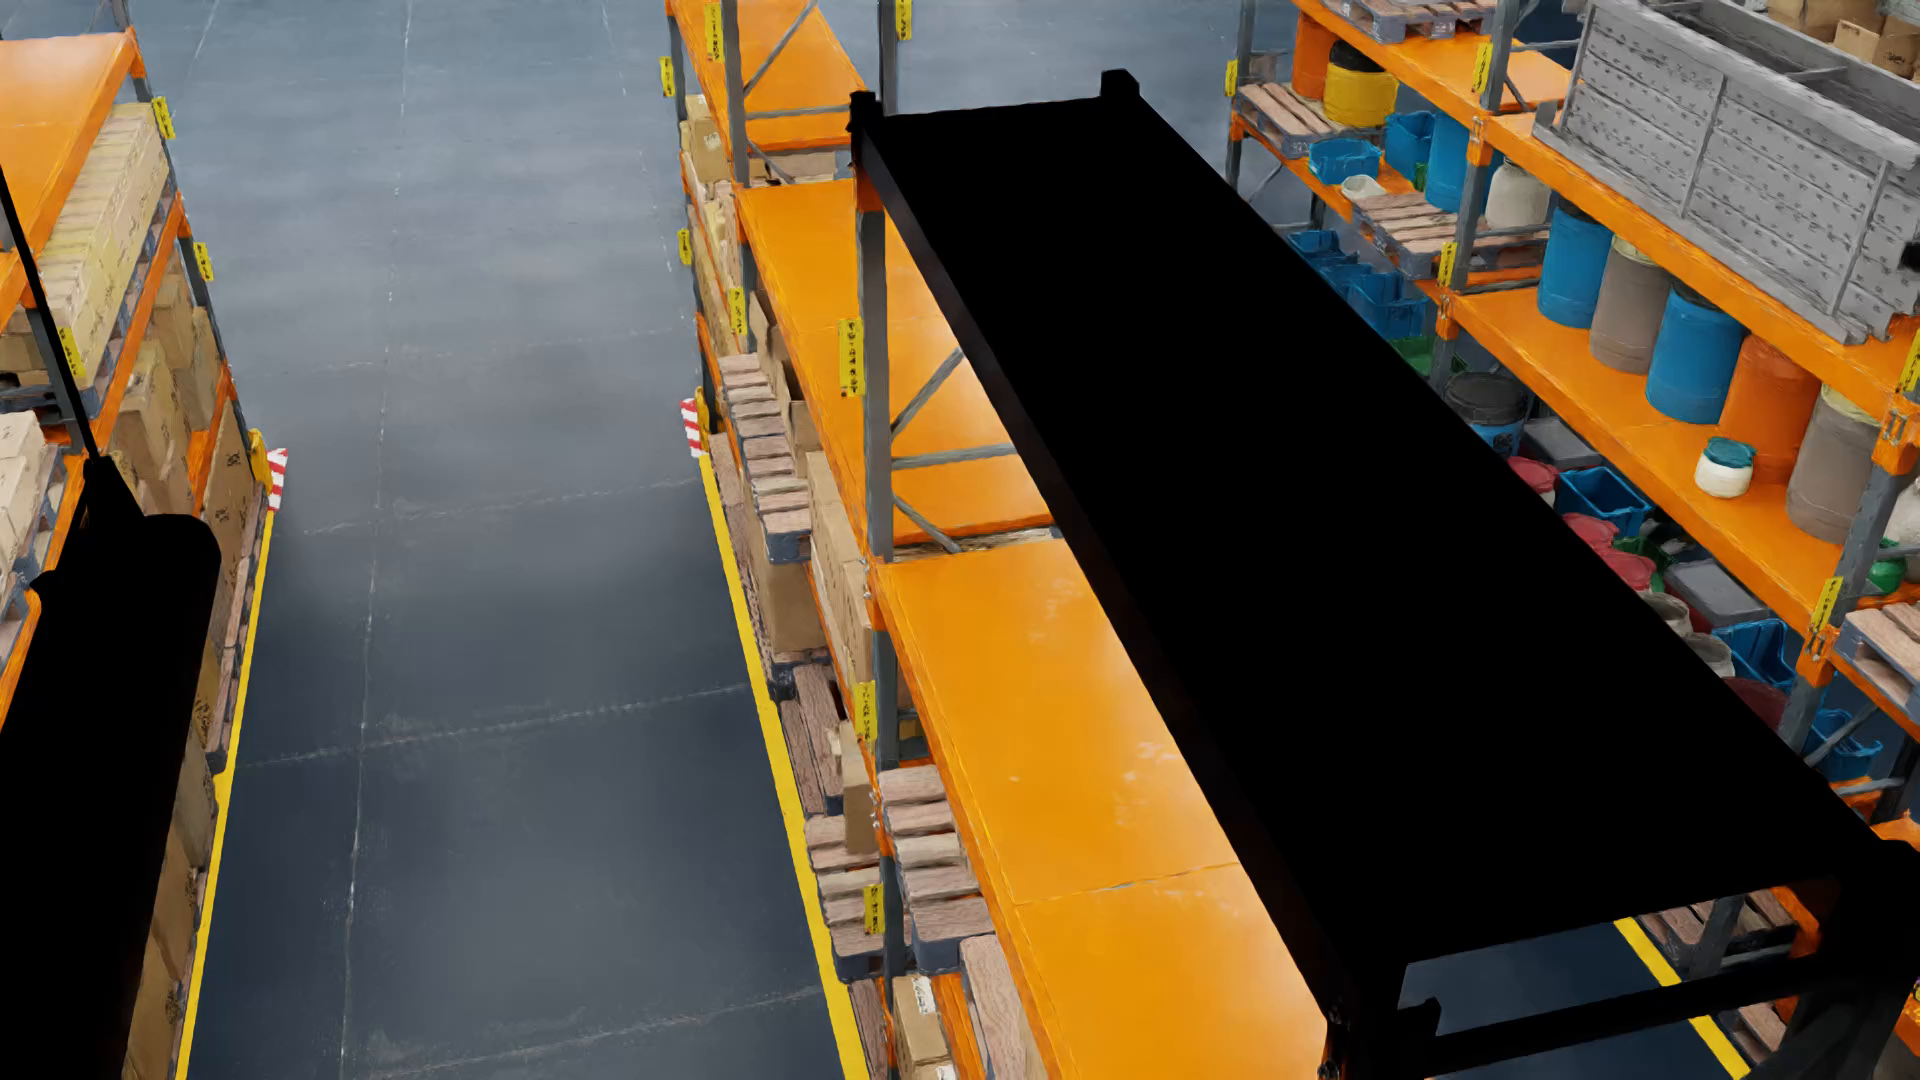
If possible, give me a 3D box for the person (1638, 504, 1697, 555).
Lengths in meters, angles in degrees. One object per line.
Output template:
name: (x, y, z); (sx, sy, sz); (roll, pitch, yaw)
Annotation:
person: (5.970, -0.726, 13.551); (0.514, 1.785, 0.638); (-28, 43, -35)
